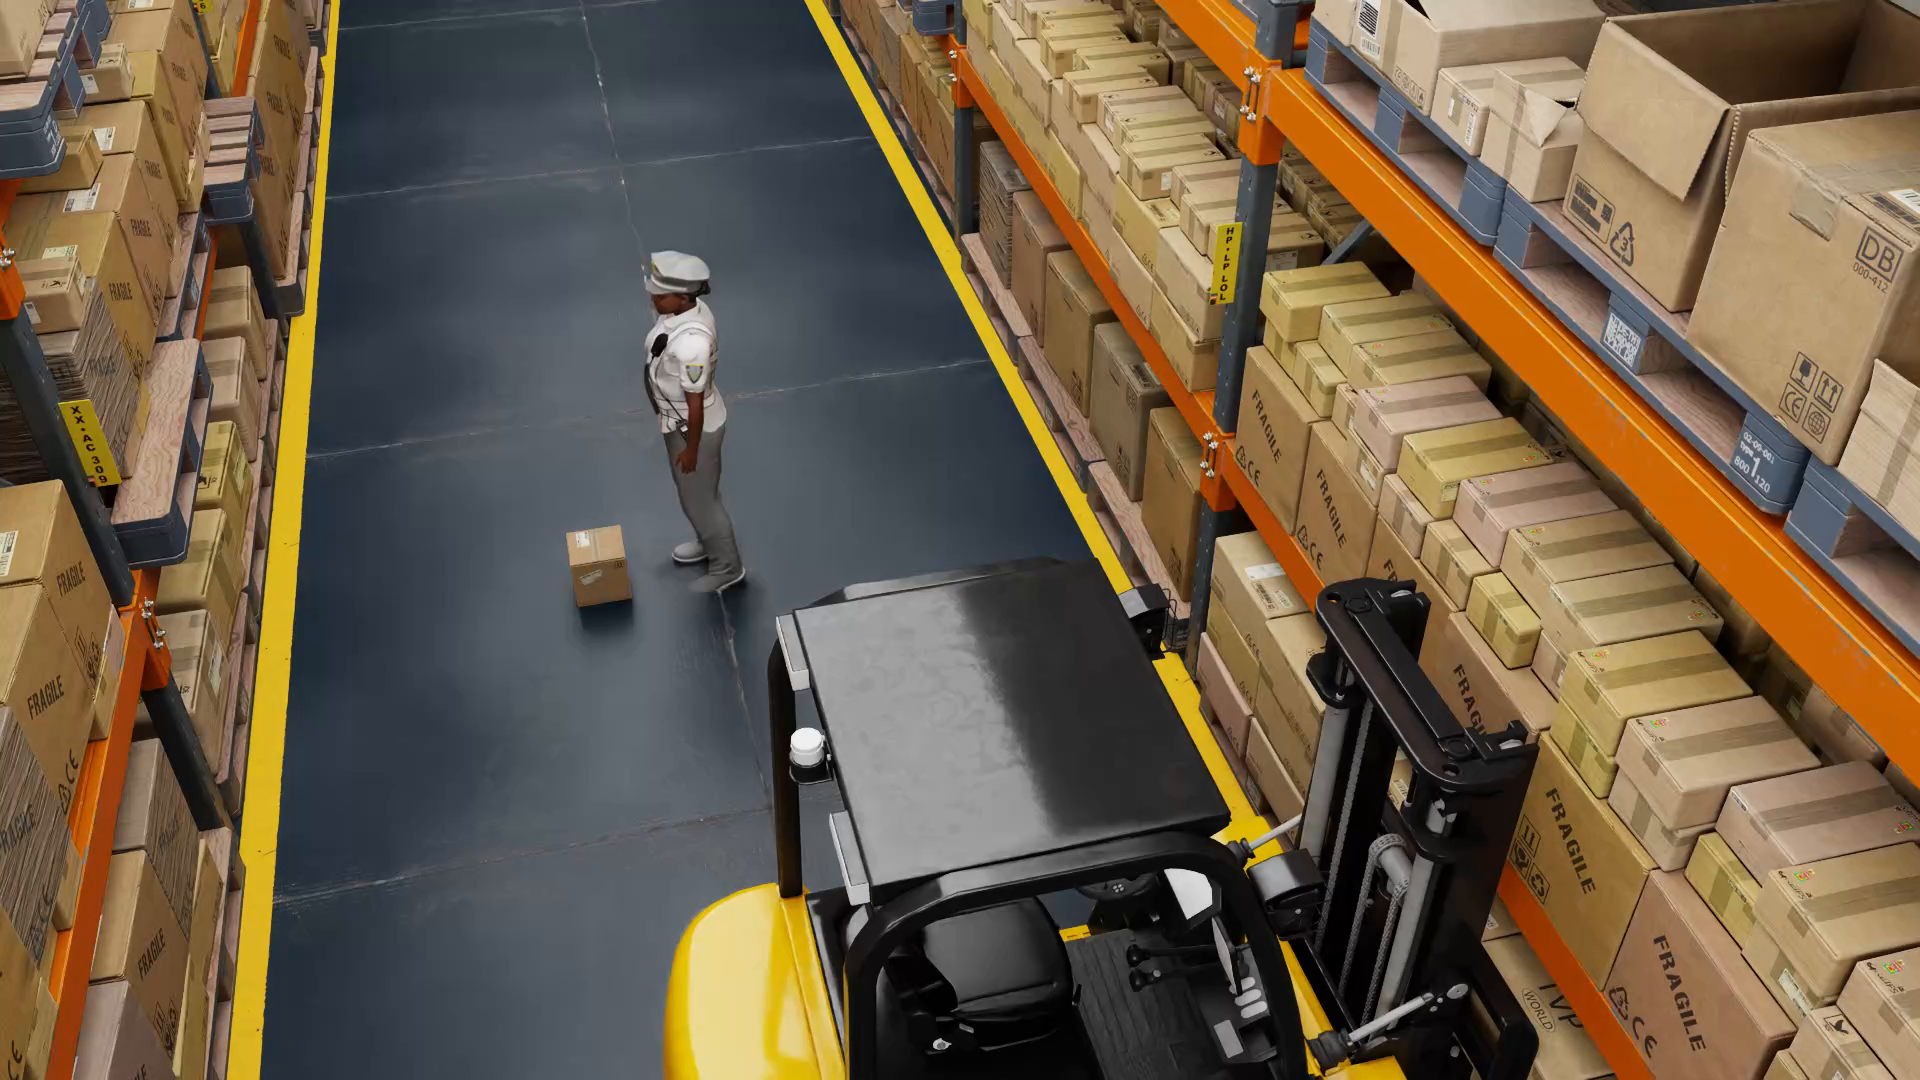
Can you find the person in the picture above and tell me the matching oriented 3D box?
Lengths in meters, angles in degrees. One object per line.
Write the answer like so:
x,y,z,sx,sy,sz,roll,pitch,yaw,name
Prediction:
-1.196,-0.497,7.353,0.341,1.706,0.436,-9,39,-11,person
